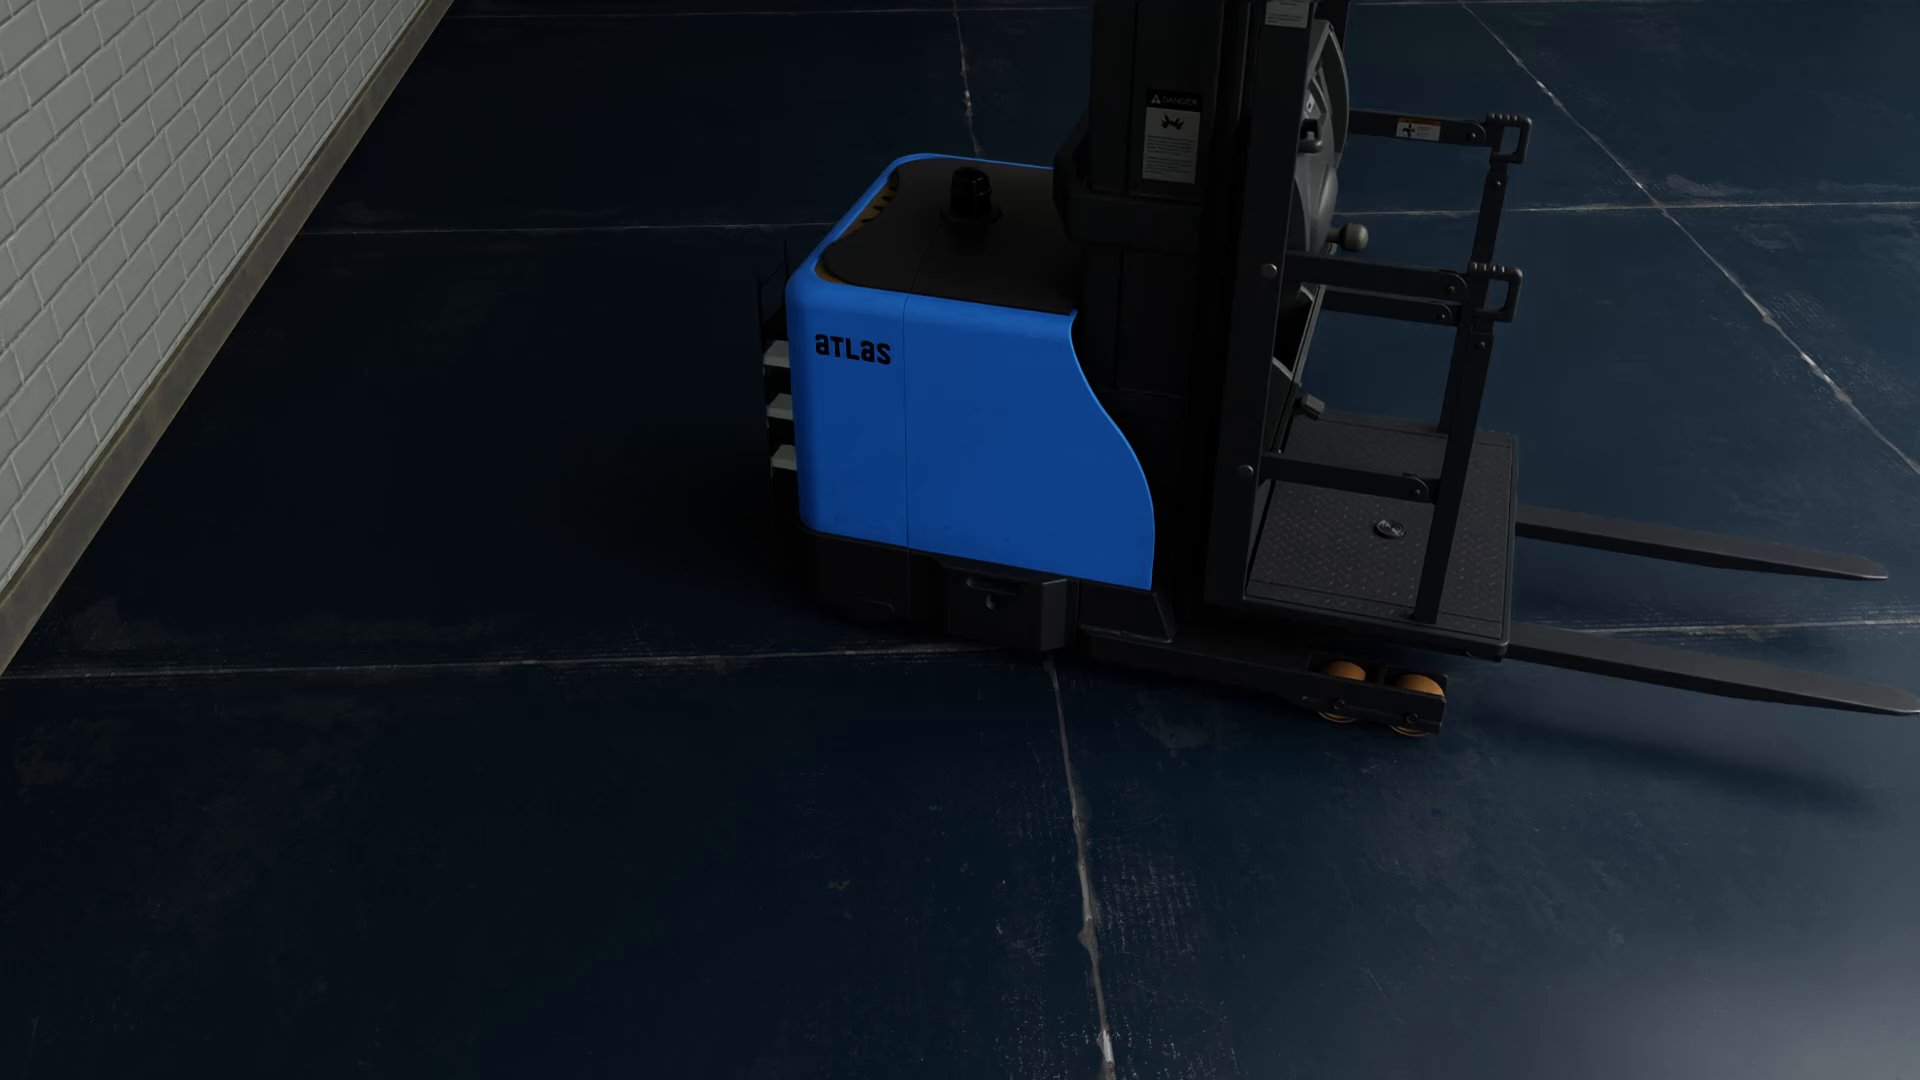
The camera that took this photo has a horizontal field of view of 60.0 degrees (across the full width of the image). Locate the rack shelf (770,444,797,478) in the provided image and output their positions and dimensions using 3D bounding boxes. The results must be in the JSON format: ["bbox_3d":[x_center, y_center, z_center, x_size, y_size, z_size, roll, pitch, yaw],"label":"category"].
[{"bbox_3d":[-0.456,-0.277,5.235,0.200,0.077,0.258,10,36,14],"label":"rack shelf"}]

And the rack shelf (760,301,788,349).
[{"bbox_3d":[-0.456,-0.647,4.979,0.200,0.077,0.258,10,36,14],"label":"rack shelf"}]

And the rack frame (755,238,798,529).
[{"bbox_3d":[-0.553,-0.469,5.138,0.006,0.900,0.240,10,36,14],"label":"rack frame"}]

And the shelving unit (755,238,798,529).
[{"bbox_3d":[-0.456,-0.453,5.113,0.210,0.900,0.258,10,36,14],"label":"shelving unit"}]

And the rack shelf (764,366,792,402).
[{"bbox_3d":[-0.456,-0.499,5.081,0.200,0.077,0.258,10,36,14],"label":"rack shelf"}]

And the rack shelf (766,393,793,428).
[{"bbox_3d":[-0.456,-0.425,5.132,0.200,0.077,0.258,10,36,14],"label":"rack shelf"}]

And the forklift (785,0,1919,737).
[{"bbox_3d":[1.097,-1.015,4.141,3.031,2.935,1.130,10,36,14],"label":"forklift"}]

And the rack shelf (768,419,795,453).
[{"bbox_3d":[-0.456,-0.351,5.183,0.200,0.077,0.258,10,36,14],"label":"rack shelf"}]

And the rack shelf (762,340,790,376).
[{"bbox_3d":[-0.456,-0.573,5.030,0.200,0.077,0.258,10,36,14],"label":"rack shelf"}]
